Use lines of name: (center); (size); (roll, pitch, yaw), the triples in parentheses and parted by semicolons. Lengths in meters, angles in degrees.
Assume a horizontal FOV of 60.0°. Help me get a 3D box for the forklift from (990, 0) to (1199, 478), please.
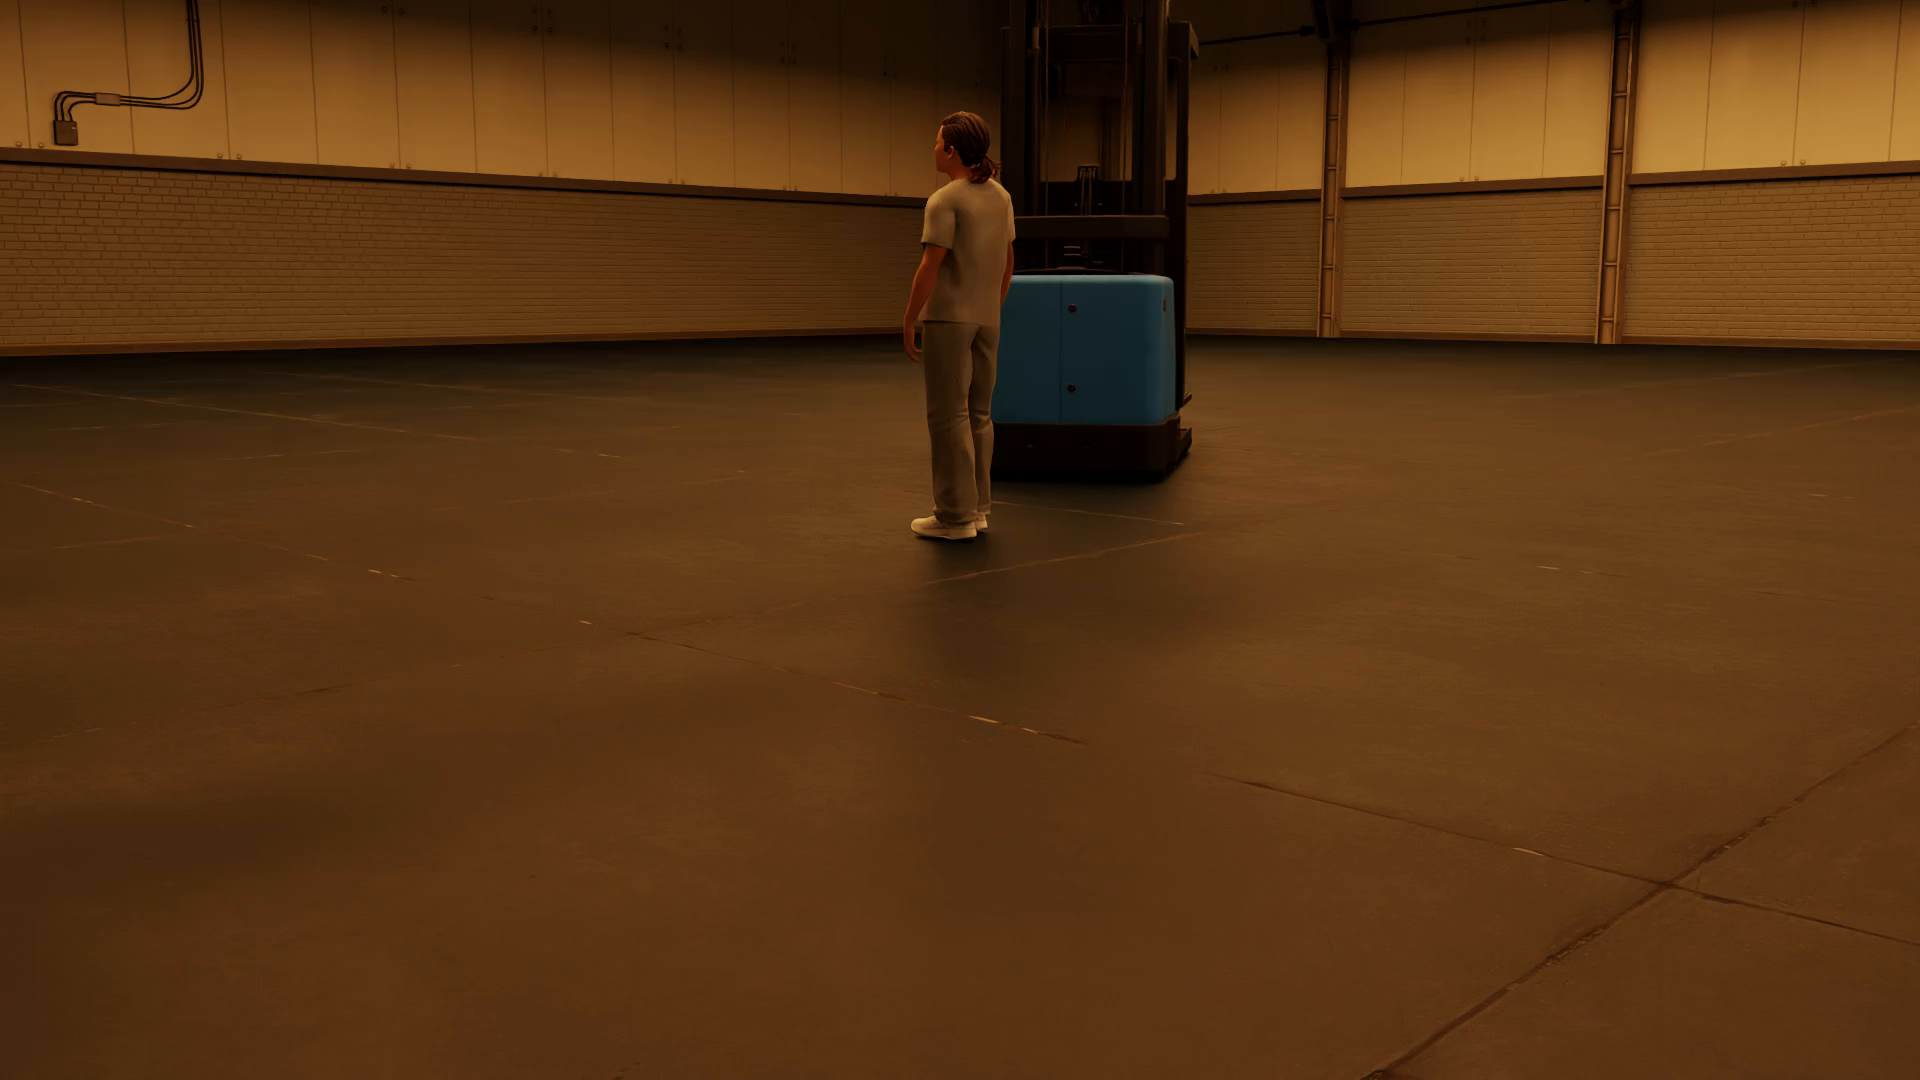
forklift: (0.826, -1.963, 9.912); (1.130, 2.935, 3.031); (2, 9, 12)

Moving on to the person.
person: (-0.043, -0.840, 6.652); (0.549, 1.665, 0.549); (8, 12, 43)
